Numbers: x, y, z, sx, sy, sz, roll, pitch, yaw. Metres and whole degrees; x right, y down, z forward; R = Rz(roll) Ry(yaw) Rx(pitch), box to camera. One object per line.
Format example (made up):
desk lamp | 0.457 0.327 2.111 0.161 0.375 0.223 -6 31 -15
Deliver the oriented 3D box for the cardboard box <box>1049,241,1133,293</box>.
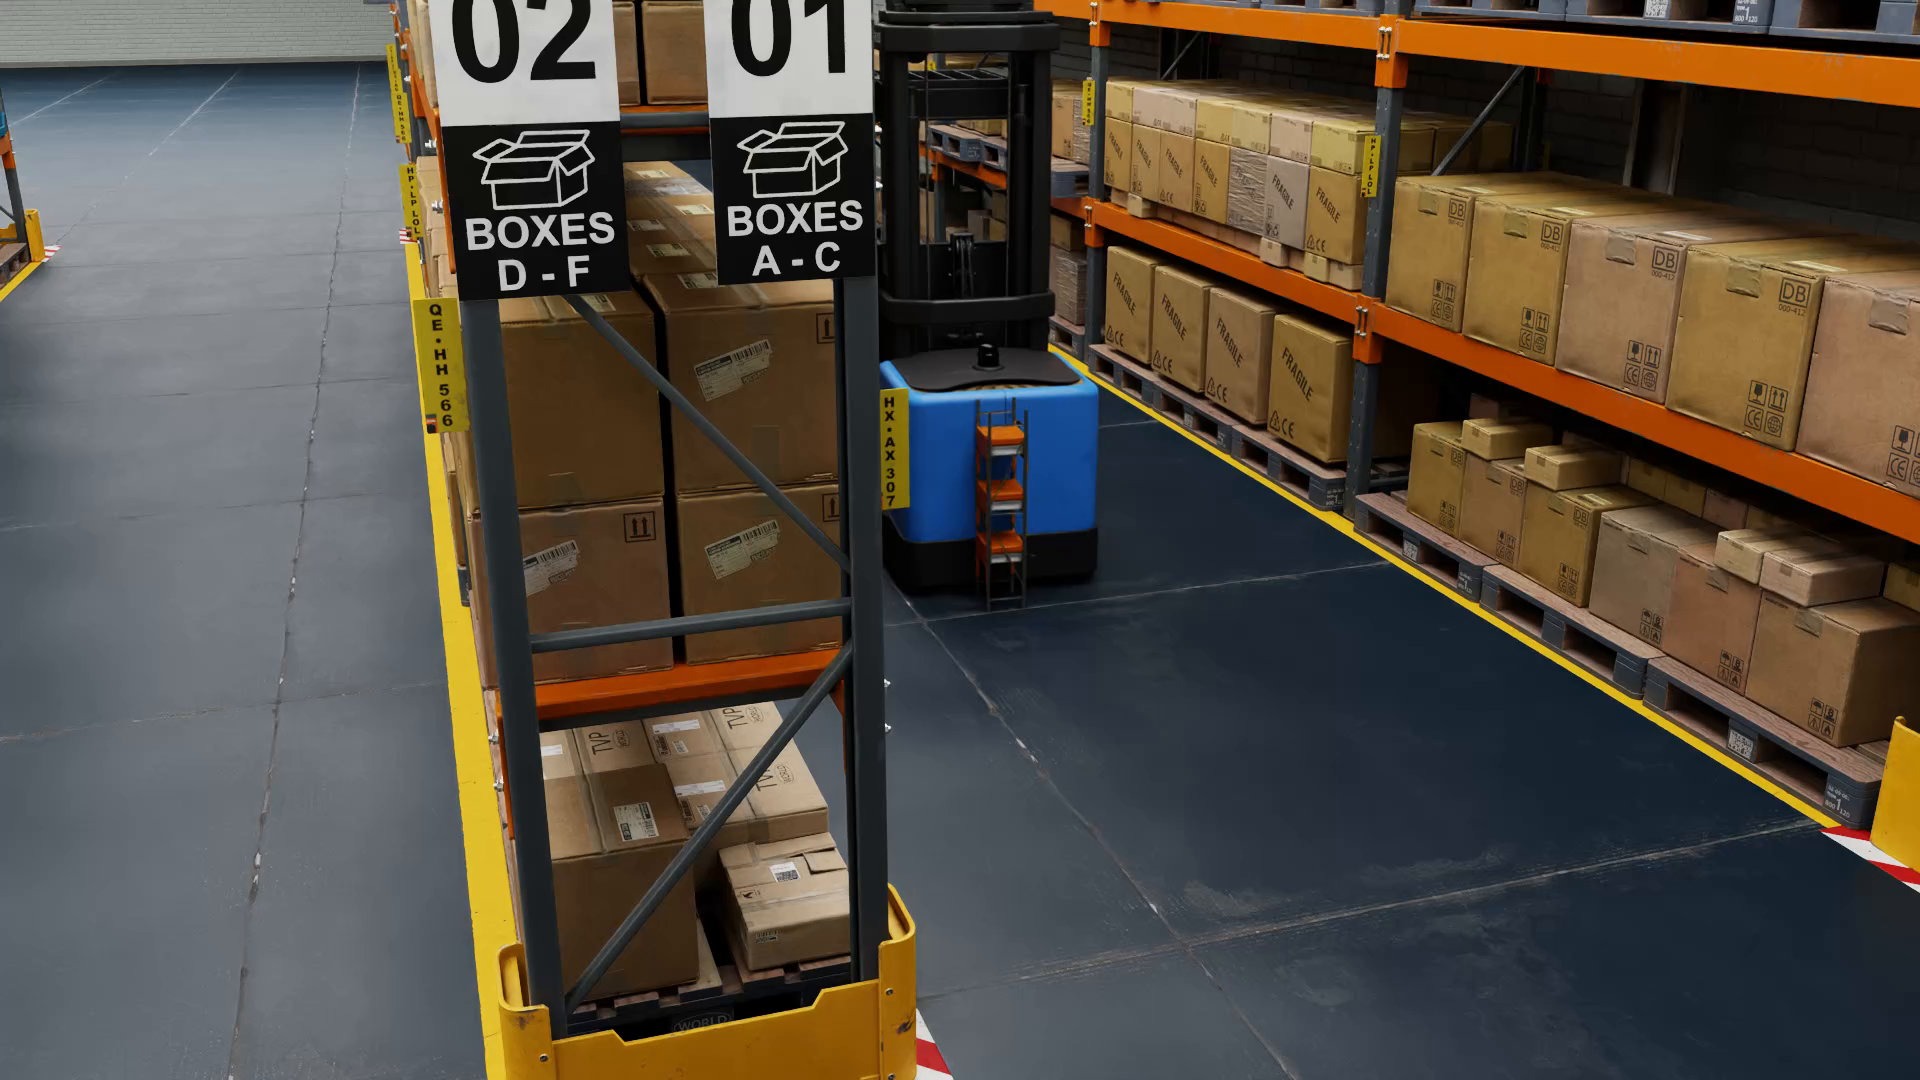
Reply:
cardboard box | 1.163 -2.300 14.429 0.700 0.500 0.500 -6 21 -17

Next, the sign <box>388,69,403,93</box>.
sign | -4.995 -4.007 14.739 0.100 0.325 0.005 -6 21 -17

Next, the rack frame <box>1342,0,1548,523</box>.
rack frame | 2.747 -1.583 9.385 1.000 3.000 0.127 -6 21 -17

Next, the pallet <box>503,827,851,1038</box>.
pallet | -0.972 1.261 5.594 1.003 0.211 1.213 -6 21 -17

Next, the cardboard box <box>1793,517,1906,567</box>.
cardboard box | 3.759 0.017 7.049 0.380 0.149 0.250 -6 21 -17

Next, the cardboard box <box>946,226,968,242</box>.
cardboard box | 0.036 -3.192 17.406 0.380 0.166 0.250 -9 22 -24

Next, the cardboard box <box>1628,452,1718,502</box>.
cardboard box | 3.439 -0.308 7.955 0.380 0.149 0.250 -7 21 -18

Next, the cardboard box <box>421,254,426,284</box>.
cardboard box | -4.259 -2.304 14.009 0.500 0.311 0.500 -7 21 -19

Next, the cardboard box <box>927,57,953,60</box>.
cardboard box | -0.372 -4.720 17.203 0.500 0.500 0.500 -7 21 -18

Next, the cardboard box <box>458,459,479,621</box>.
cardboard box | -1.262 -0.099 5.108 0.500 0.500 0.500 -6 21 -17

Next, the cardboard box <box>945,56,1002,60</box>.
cardboard box | 0.124 -4.781 17.373 0.500 0.500 0.500 -7 21 -18

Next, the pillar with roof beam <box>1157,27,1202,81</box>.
pillar with roof beam | -2.184 -5.741 12.089 9.100 9.000 0.400 -6 21 -17

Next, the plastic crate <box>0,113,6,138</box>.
plastic crate | -9.988 -4.182 16.842 0.499 0.251 0.616 -6 21 -17

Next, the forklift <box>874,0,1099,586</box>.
forklift | -0.089 -1.604 9.546 1.130 2.935 3.031 -4 20 -12

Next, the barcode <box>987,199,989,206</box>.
barcode | 0.291 -3.530 17.380 0.001 0.075 0.075 -6 21 -17

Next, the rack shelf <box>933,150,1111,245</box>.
rack shelf | 0.861 -3.169 14.867 1.077 0.370 4.000 -6 21 -17

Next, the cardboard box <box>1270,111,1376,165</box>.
cardboard box | 2.206 -2.420 9.989 0.500 0.250 0.500 -6 21 -16

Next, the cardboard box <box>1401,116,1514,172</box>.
cardboard box | 2.850 -2.307 9.676 0.500 0.250 0.500 -6 21 -16

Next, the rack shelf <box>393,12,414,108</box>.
rack shelf | -2.583 -2.770 9.318 1.077 0.370 4.000 -6 21 -17

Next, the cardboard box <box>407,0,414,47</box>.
cardboard box | -1.883 -2.053 6.479 0.500 0.250 0.500 -6 21 -17

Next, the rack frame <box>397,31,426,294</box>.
rack frame | -4.469 -3.622 15.064 1.000 3.000 0.127 -6 21 -17

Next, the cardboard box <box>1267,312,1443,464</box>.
cardboard box | 2.420 -0.963 10.220 0.750 0.750 0.750 -6 21 -17

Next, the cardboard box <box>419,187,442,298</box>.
cardboard box | -1.749 -1.061 6.306 0.500 0.500 0.500 -7 21 -19

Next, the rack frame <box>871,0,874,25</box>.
rack frame | -0.697 -2.595 3.329 1.000 3.000 0.127 -6 21 -17

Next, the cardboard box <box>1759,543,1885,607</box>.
cardboard box | 3.476 0.139 6.710 0.380 0.149 0.250 -7 21 -18

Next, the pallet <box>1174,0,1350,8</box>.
pallet | 2.097 -3.629 10.926 1.003 0.211 1.213 -5 20 -15

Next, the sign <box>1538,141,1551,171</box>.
sign | 3.274 -2.087 9.391 0.100 0.325 0.005 -6 21 -17

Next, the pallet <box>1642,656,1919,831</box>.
pallet | 3.679 0.765 6.974 1.003 0.211 1.213 -6 21 -17

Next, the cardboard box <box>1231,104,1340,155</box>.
cardboard box | 2.046 -2.583 10.445 0.500 0.250 0.500 -6 21 -16

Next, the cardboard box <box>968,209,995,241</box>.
cardboard box | 0.480 -2.946 16.228 0.700 0.500 0.500 -6 21 -15

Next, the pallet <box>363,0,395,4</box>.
pallet | -3.510 -3.870 11.595 1.213 0.211 1.003 -5 20 -15

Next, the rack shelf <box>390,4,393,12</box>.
rack shelf | -5.097 -5.337 16.465 1.077 0.370 4.000 -6 21 -17

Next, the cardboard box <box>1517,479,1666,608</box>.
cardboard box | 3.199 -0.026 8.129 0.700 0.500 0.500 -6 21 -16

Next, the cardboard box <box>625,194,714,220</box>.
cardboard box | -1.071 -0.950 5.998 0.500 0.500 0.500 -7 21 -18

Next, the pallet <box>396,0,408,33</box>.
pallet | -2.093 -2.595 8.045 1.213 0.211 1.003 -6 21 -17

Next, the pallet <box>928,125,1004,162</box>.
pallet | 0.335 -3.799 15.839 1.003 0.211 1.213 -6 21 -17

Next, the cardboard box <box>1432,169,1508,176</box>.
cardboard box | 2.842 -1.953 9.800 0.500 0.500 0.500 -7 21 -19

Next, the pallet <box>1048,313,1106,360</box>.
pallet | 1.246 -1.805 14.129 1.003 0.211 1.213 -6 21 -17

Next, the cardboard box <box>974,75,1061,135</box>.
cardboard box | 0.529 -4.057 15.475 0.700 0.500 0.500 -4 20 -12

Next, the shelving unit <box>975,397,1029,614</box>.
shelving unit | 0.207 -0.171 8.340 0.215 1.050 0.252 -4 20 -12

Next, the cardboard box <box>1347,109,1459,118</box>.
cardboard box | 2.679 -2.474 10.141 0.500 0.250 0.500 -6 21 -17

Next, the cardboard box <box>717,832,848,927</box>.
cardboard box | -0.581 1.104 5.446 0.380 0.166 0.250 -6 21 -17

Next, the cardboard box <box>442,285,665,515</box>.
cardboard box | -1.098 -0.403 4.473 0.500 0.500 0.500 -7 21 -18

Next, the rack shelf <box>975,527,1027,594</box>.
rack shelf | 0.207 0.100 8.438 0.215 0.259 0.240 -4 20 -12

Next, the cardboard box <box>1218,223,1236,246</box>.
cardboard box | 1.942 -2.051 11.031 0.380 0.149 0.250 -6 21 -15

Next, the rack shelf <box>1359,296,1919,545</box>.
rack shelf | 3.376 -0.602 7.720 1.077 0.370 4.000 -6 21 -17

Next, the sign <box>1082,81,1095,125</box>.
sign | 0.978 -3.313 12.607 0.100 0.325 0.005 -6 21 -17

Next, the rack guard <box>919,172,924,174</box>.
rack guard | -1.001 -4.233 20.461 1.175 0.500 0.348 -6 21 -17

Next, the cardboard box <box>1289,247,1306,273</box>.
cardboard box | 2.232 -1.718 10.106 0.380 0.149 0.250 -6 21 -16

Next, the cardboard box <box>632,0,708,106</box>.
cardboard box | -0.617 -1.304 4.395 0.500 0.250 0.500 -6 21 -17

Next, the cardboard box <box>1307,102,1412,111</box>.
cardboard box | 2.517 -2.635 10.588 0.500 0.250 0.500 -7 21 -19

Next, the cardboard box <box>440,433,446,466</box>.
cardboard box | -2.848 -0.697 9.967 0.500 0.500 0.500 -7 21 -19

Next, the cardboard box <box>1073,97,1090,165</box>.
cardboard box | 1.333 -3.270 13.284 0.700 0.500 0.500 -9 22 -24

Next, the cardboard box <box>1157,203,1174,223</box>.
cardboard box | 1.644 -2.383 11.957 0.380 0.149 0.250 -7 21 -18

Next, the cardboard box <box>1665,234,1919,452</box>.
cardboard box | 3.595 -0.835 6.860 0.980 0.700 0.700 -7 21 -18

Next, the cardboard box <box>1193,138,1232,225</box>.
cardboard box | 1.882 -2.385 11.001 0.500 0.500 0.500 -6 21 -16

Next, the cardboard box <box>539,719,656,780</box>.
cardboard box | -1.372 0.859 6.004 0.500 0.250 0.500 -6 21 -17
